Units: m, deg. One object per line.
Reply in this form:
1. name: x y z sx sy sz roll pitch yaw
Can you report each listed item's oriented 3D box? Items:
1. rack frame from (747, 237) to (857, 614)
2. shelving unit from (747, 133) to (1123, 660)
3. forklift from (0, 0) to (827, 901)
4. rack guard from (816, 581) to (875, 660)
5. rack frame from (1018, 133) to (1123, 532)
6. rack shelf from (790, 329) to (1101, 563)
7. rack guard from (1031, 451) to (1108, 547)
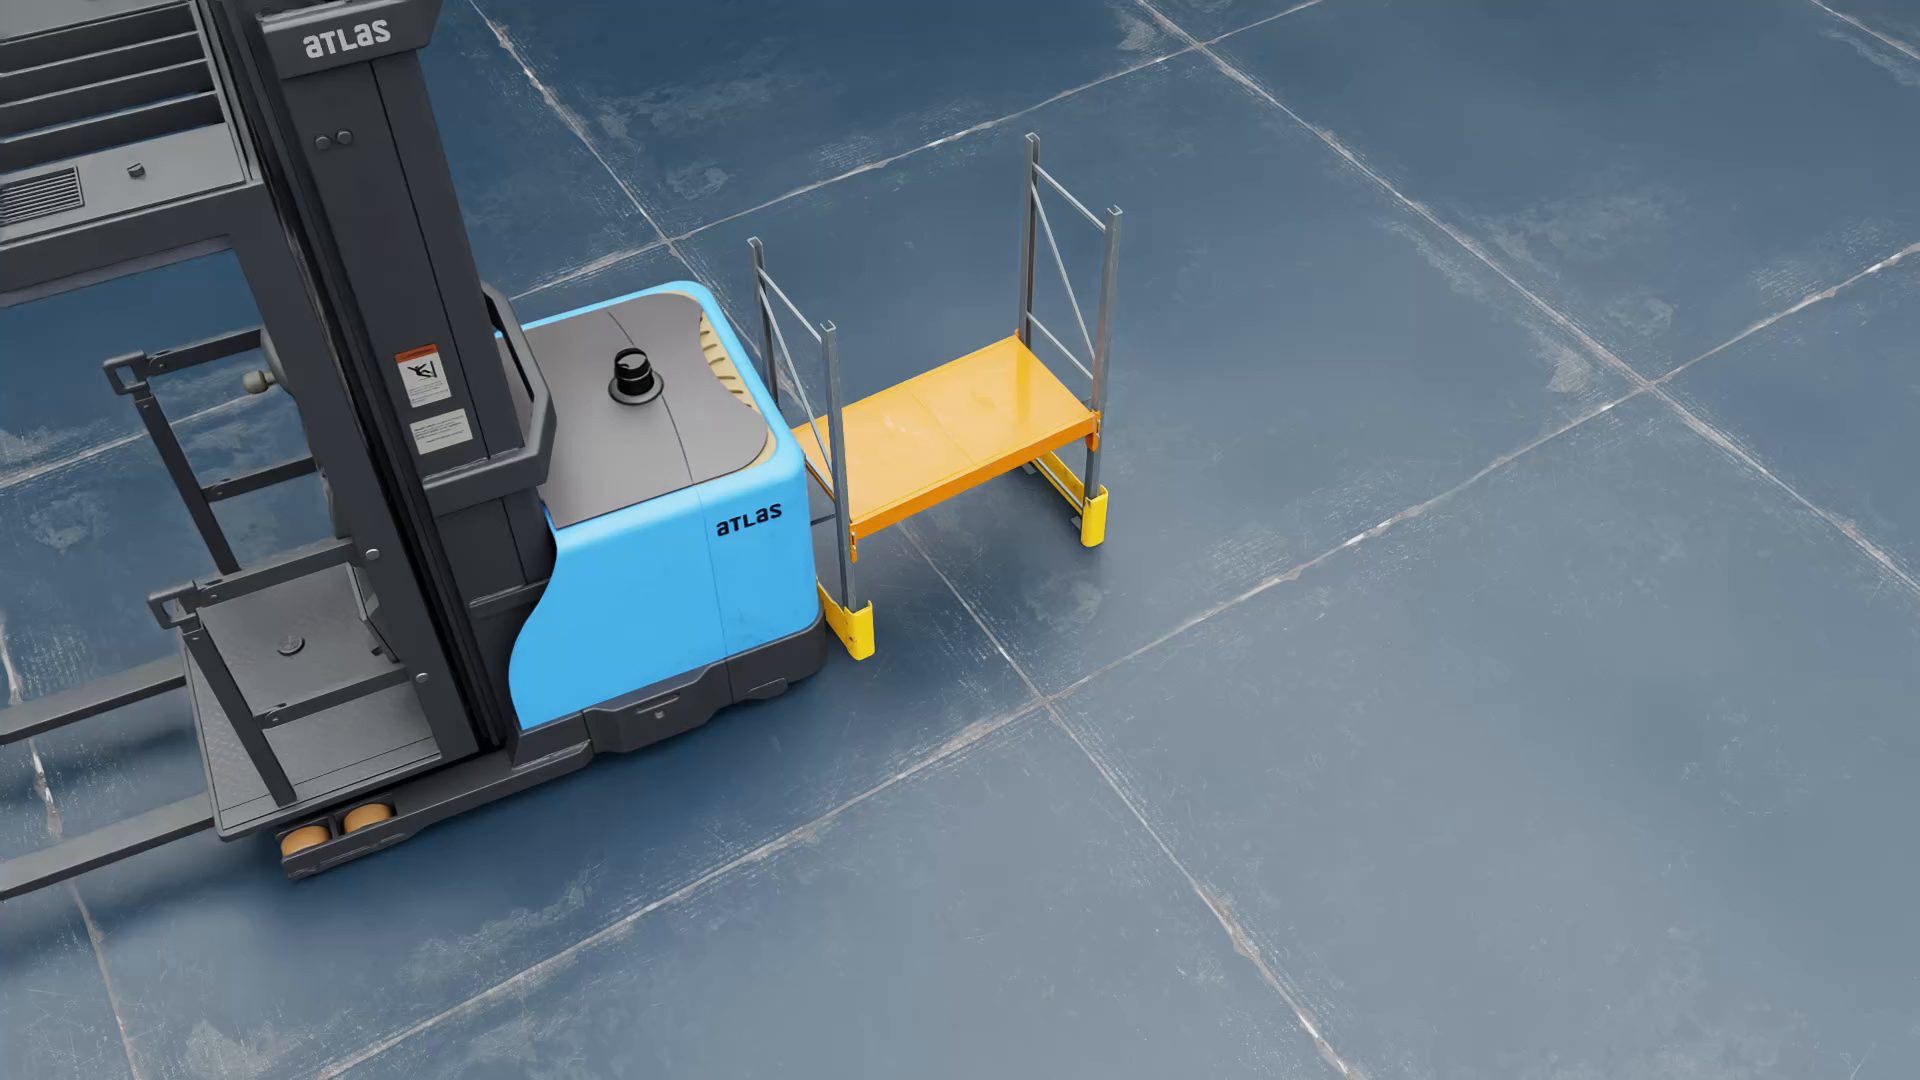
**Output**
1. rack frame: -0.502 -0.262 5.479 0.032 1.500 0.500 -25 53 -21
2. shelving unit: -0.064 -0.468 5.663 1.083 1.500 0.587 -25 53 -21
3. forklift: -2.021 -0.362 4.610 3.031 2.935 1.130 -19 51 -17
4. rack guard: -0.486 0.146 5.953 0.087 0.250 0.587 -25 53 -21
5. rack frame: 0.358 -0.667 5.840 0.032 1.500 0.500 -25 53 -21
6. rack shelf: -0.072 -0.345 5.794 1.000 0.185 0.538 -25 53 -21
7. rack guard: 0.357 -0.251 6.306 0.087 0.250 0.587 -25 53 -21
